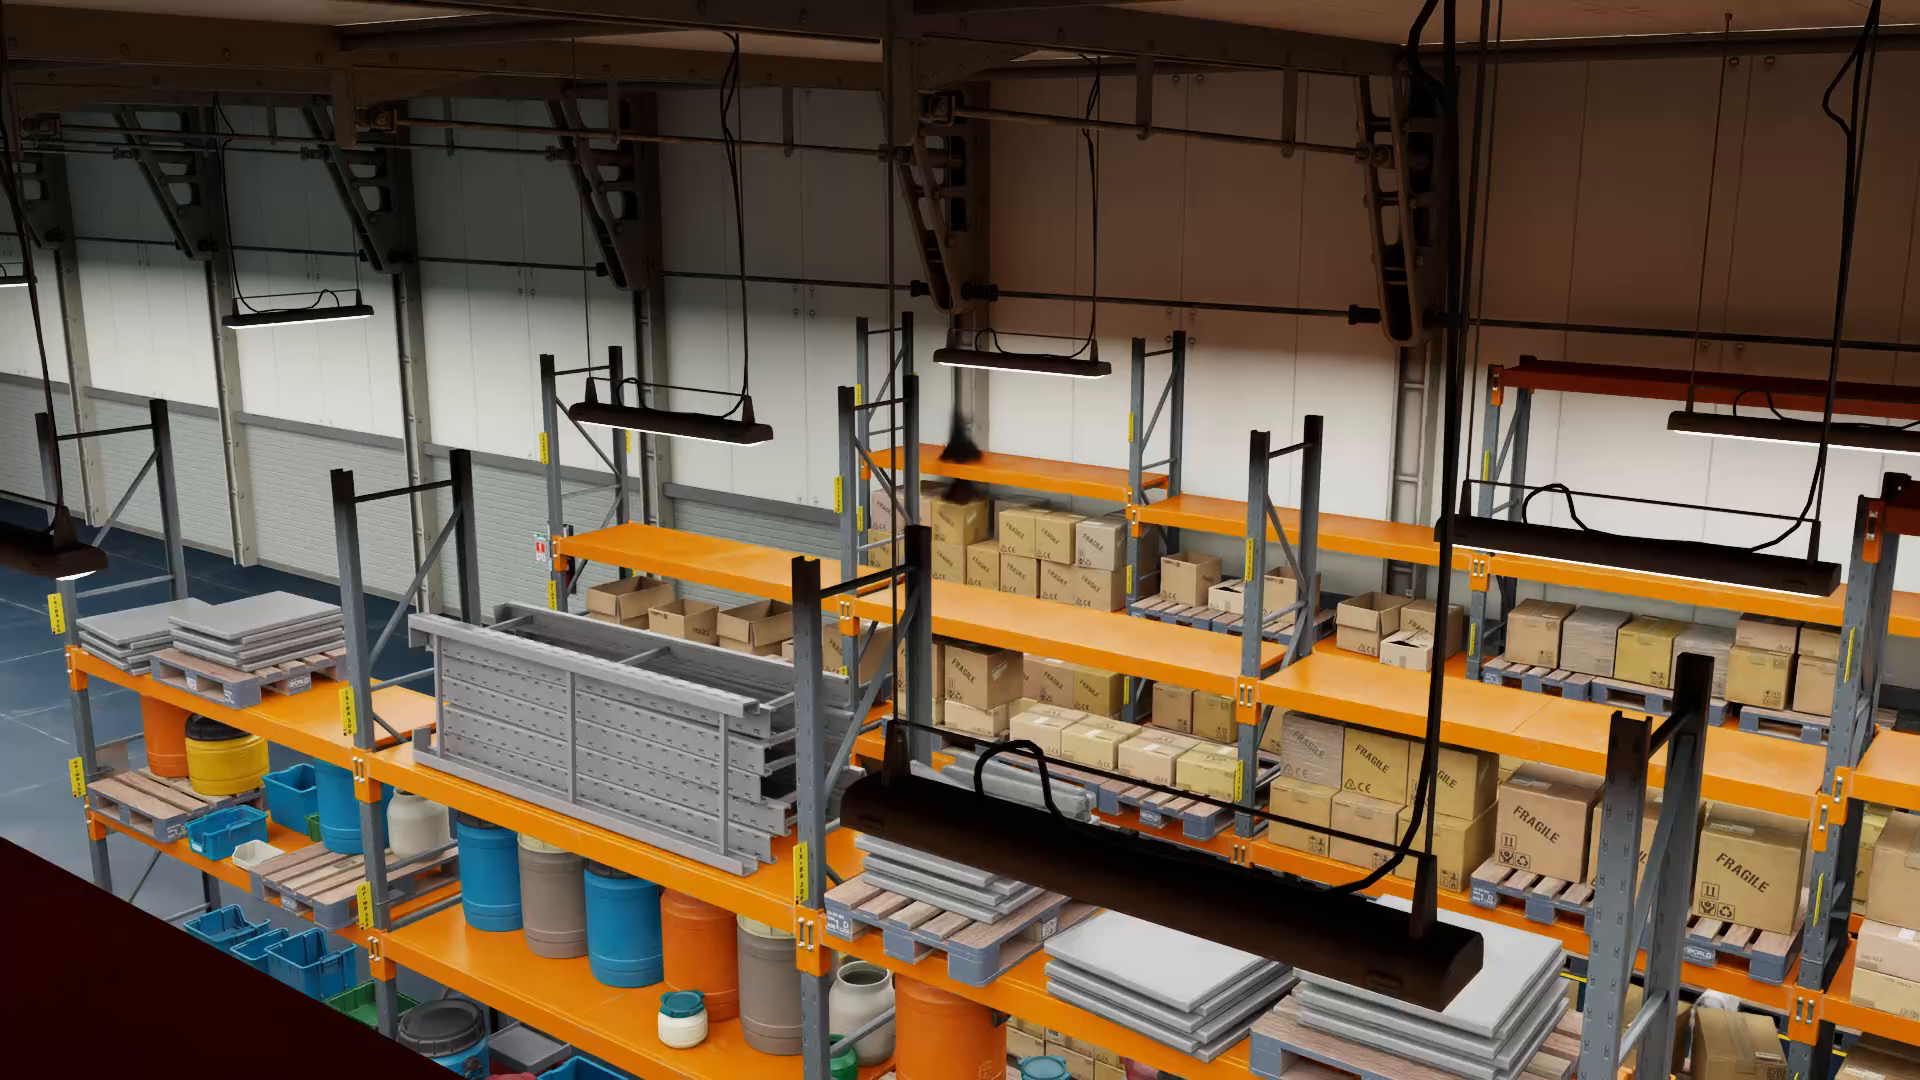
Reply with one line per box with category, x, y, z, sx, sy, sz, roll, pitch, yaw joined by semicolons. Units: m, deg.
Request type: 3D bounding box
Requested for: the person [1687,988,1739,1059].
person;6.019;4.168;13.454;0.684;1.735;0.656;-13;18;-44
